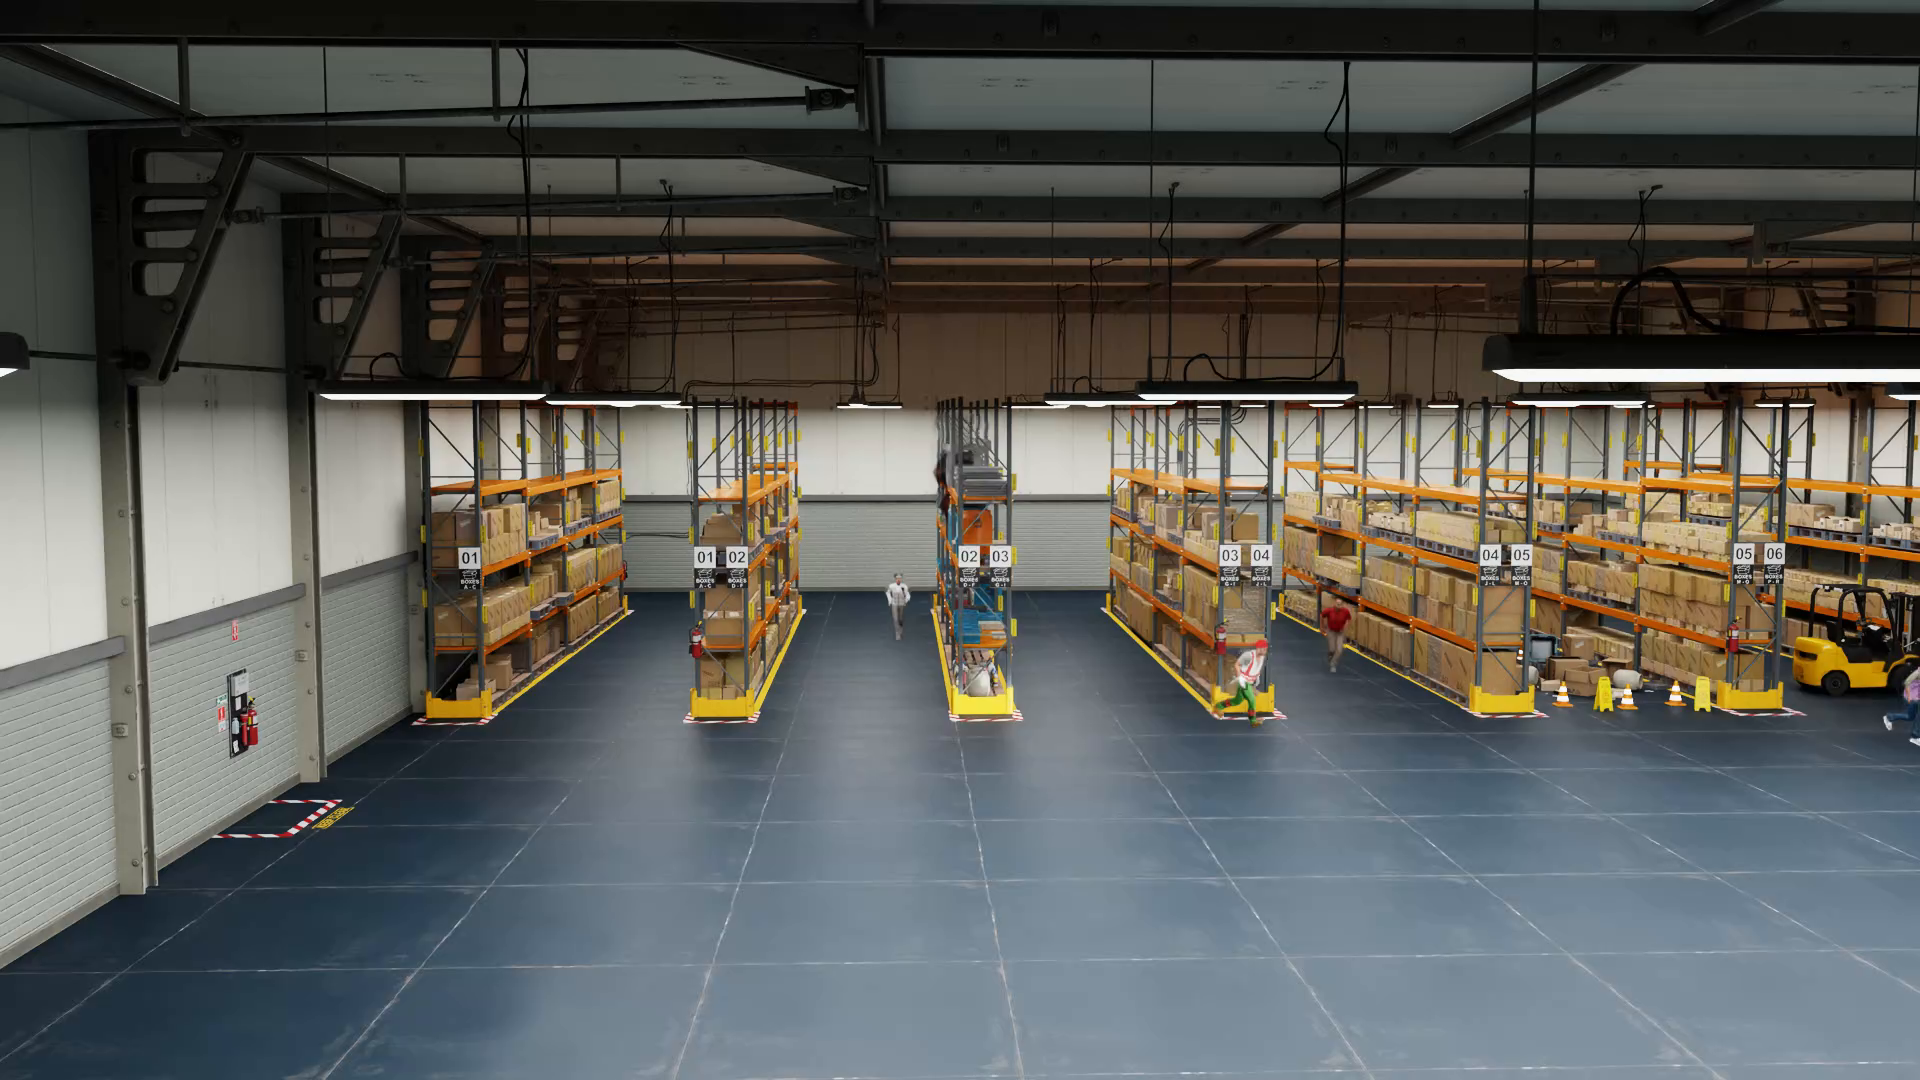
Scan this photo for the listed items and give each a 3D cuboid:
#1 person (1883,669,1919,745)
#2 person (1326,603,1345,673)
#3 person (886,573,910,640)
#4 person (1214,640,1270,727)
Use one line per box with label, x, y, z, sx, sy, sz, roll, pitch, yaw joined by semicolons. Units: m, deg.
person;16.432;2.759;28.780;0.539;1.545;0.810;-3;6;-38
person;8.277;2.130;36.675;0.410;1.574;0.708;0;4;-3
person;-1.562;1.655;42.041;0.600;1.678;0.820;0;4;-4
person;5.145;2.591;30.356;0.649;1.629;1.154;-4;6;-43
